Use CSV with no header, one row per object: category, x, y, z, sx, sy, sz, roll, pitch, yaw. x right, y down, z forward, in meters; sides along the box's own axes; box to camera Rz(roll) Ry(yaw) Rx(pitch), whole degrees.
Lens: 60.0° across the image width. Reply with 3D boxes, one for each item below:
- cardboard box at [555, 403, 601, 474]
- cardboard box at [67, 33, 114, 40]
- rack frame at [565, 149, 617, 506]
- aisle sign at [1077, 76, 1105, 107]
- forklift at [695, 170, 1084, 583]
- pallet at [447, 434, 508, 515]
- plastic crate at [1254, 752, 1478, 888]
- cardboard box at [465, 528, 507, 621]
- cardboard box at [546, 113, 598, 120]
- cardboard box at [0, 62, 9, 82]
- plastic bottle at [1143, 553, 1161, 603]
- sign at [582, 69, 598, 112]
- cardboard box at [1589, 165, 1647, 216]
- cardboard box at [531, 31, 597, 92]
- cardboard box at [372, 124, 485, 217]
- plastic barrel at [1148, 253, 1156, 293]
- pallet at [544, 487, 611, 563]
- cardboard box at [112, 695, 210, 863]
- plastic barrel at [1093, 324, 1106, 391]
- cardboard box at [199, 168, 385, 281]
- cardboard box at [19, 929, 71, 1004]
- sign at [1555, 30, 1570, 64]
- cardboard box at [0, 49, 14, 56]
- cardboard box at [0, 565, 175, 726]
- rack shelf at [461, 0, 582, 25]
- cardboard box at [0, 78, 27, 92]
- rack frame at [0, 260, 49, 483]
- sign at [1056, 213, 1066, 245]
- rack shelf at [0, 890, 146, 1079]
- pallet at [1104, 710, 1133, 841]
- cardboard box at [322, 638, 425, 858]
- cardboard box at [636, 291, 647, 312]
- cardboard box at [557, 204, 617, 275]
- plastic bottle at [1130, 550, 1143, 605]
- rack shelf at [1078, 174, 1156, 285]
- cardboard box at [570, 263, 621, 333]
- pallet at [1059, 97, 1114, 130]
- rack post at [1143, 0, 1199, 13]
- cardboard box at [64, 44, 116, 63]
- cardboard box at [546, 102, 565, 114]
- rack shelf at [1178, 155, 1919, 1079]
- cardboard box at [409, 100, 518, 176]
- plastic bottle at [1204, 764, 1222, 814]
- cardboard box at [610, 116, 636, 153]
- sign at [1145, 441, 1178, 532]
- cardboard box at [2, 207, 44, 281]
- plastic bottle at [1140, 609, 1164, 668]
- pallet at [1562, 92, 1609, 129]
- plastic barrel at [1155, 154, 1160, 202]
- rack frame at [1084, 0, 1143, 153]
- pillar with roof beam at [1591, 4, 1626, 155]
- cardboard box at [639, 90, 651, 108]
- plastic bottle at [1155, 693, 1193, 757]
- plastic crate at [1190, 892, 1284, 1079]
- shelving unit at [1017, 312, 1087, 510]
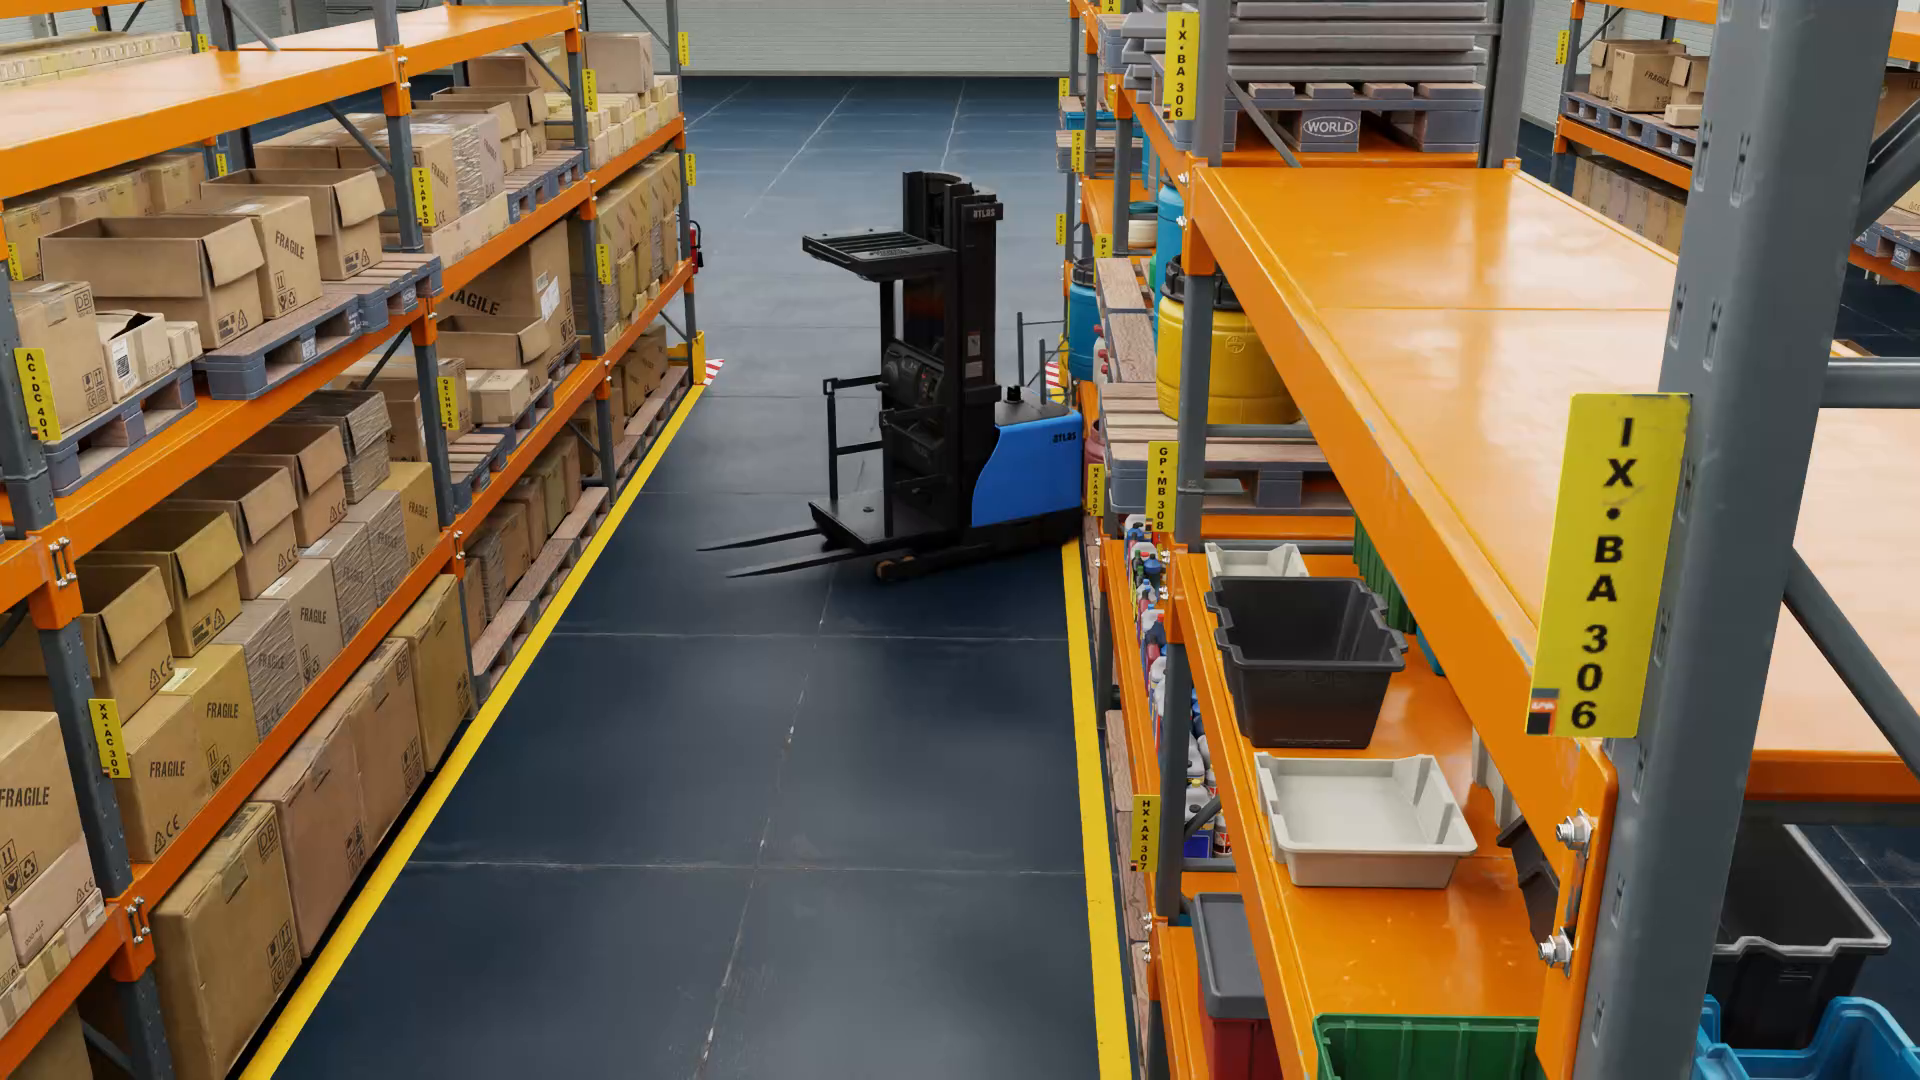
cardboard box,-3.416,-0.894,14.560,0.500,0.500,0.500,0,21,0
cardboard box,-8.638,-4.944,16.504,0.380,0.149,0.250,1,21,2
rack frame,-3.468,-1.719,13.812,1.000,3.000,0.127,1,21,2
aisle sign,1.314,-4.352,17.004,0.394,0.787,0.004,1,21,2
forklift,-0.546,-1.258,12.719,3.031,2.935,1.130,-11,24,-27
pallet,-3.674,-0.442,10.787,1.213,0.211,1.003,1,21,2
plastic crate,0.933,0.649,3.927,0.437,0.136,0.530,1,21,2
cardboard box,-3.585,0.244,11.600,0.700,0.500,0.500,-1,21,-3
cardboard box,-3.210,-3.444,13.769,0.380,0.149,0.250,0,21,-1
cardboard box,-8.072,-3.833,13.641,0.380,0.149,0.250,1,21,2
plastic bottle,1.041,0.204,9.034,0.097,0.271,0.097,0,21,0
sign,-2.913,-3.537,13.093,0.100,0.325,0.005,1,21,2
cardboard box,6.516,-3.328,16.028,0.700,0.500,0.500,0,21,0
cardboard box,-3.661,-4.448,15.459,0.500,0.500,0.500,1,21,1
cardboard box,-3.299,-2.301,10.337,0.500,0.500,0.500,1,21,2
plastic barrel,1.099,-1.359,8.373,0.294,0.245,0.294,0,21,0
pallet,-3.490,-0.137,13.591,1.003,0.211,1.213,1,21,2
cardboard box,-3.447,0.963,6.761,0.500,0.500,0.500,1,21,2
plastic barrel,1.235,-1.384,12.762,0.433,0.535,0.433,0,21,0
cardboard box,-3.536,-1.694,8.877,0.797,0.503,0.637,2,21,5
cardboard box,-3.401,1.498,5.869,0.380,0.149,0.250,1,21,3
sign,6.001,-4.906,16.562,0.100,0.325,0.005,1,21,2
cardboard box,-8.691,-4.298,14.838,0.380,0.149,0.250,0,21,1
cardboard box,-3.700,0.428,6.754,0.797,0.503,0.637,0,21,0
rack shelf,-3.407,-4.902,14.722,1.077,0.370,4.000,1,21,2
cardboard box,-8.128,-3.693,13.832,0.500,0.250,0.500,1,21,2
rack frame,-3.711,-1.623,5.272,1.000,3.000,0.127,1,21,2
sign,1.055,-3.247,17.369,0.100,0.325,0.005,1,21,2
rack shelf,-3.772,2.232,4.624,1.077,0.370,4.000,1,21,2
pallet,1.379,1.367,9.713,1.003,0.211,1.213,1,21,2
cardboard box,-3.666,1.094,8.920,1.225,0.875,0.875,1,21,2
cardboard box,-3.128,-2.219,15.448,0.380,0.149,0.250,1,21,2
cardboard box,-3.200,-2.530,13.972,0.500,0.500,0.500,1,21,2
plastic bottle,0.961,0.204,9.017,0.061,0.283,0.133,1,21,2
rack shelf,1.422,-2.004,11.396,1.077,0.370,4.000,1,21,2
cardboard box,-3.392,-2.066,14.158,0.875,0.500,0.500,1,21,2
pallet,1.482,-4.123,16.123,1.003,0.211,1.213,1,21,2
rack post,1.380,-2.717,8.197,0.954,0.300,0.937,1,21,2
cardboard box,-8.018,-4.475,15.294,0.380,0.149,0.250,1,21,2
cardboard box,-3.662,-3.734,14.515,0.380,0.149,0.250,1,21,4
rack shelf,1.179,-0.324,3.471,1.077,0.370,4.000,1,21,2
cardboard box,-3.609,-2.852,11.862,0.797,0.503,0.637,1,21,4
plastic bottle,1.065,1.037,6.984,0.097,0.201,0.097,0,21,0
cardboard box,-3.161,-3.578,14.665,0.500,0.250,0.500,0,21,-1
sign,0.690,-0.181,5.690,0.100,0.325,0.005,1,21,2
cardboard box,-8.377,-2.516,14.168,0.875,0.550,0.550,1,21,2
plastic bottle,0.983,0.494,8.281,0.152,0.276,0.135,1,21,2
pallet,6.508,-4.157,16.071,1.003,0.211,1.213,1,21,2
plastic barrel,1.644,-2.637,11.340,0.600,0.901,0.708,1,21,2
rack frame,1.483,-4.461,12.587,1.000,3.000,0.127,1,21,2
pillar with roof beam,8.595,-12.092,32.252,9.100,9.000,0.400,1,21,2
cardboard box,-3.090,-4.105,15.472,0.380,0.149,0.250,0,21,-1
plastic bottle,0.955,0.825,7.426,0.152,0.276,0.135,1,21,2
plastic crate,0.962,1.490,5.370,0.402,0.464,0.583,1,21,2
shelving unit,0.832,-1.065,13.838,0.587,1.500,1.083,-5,20,-7
